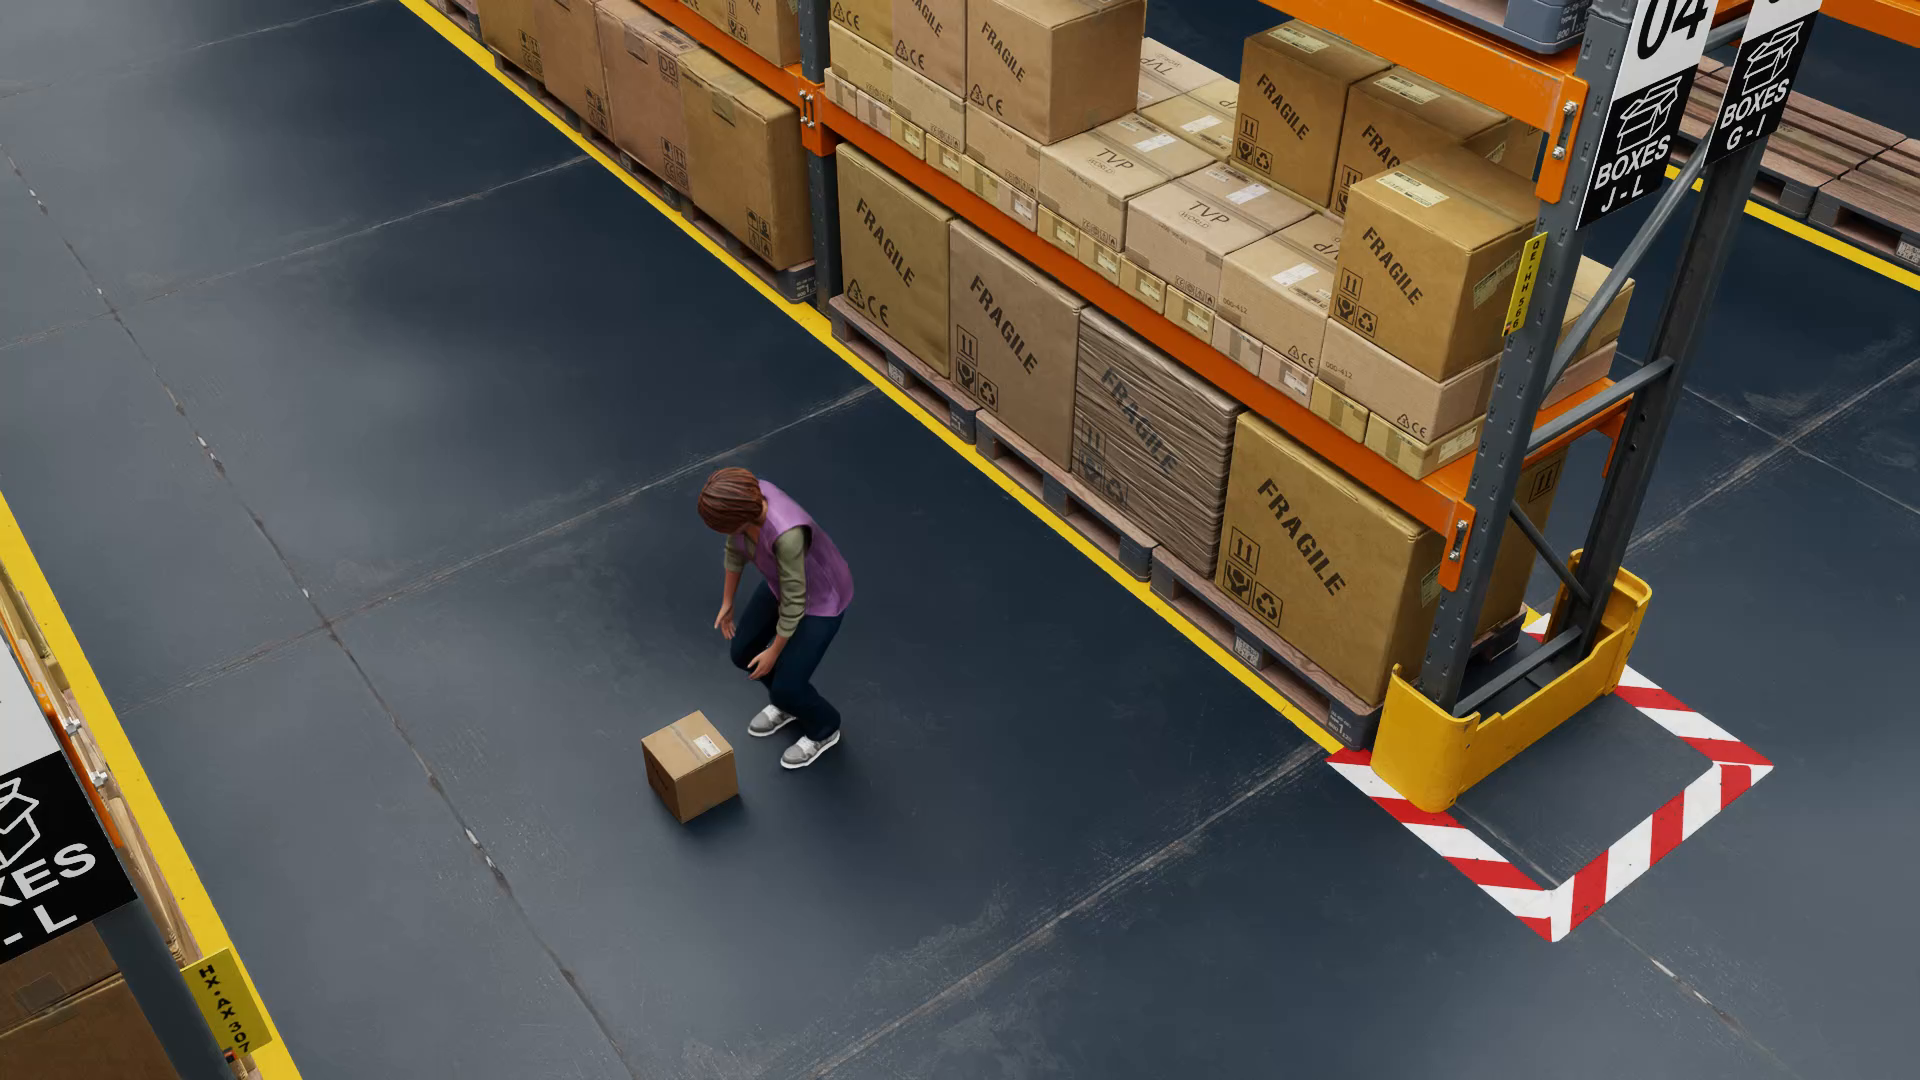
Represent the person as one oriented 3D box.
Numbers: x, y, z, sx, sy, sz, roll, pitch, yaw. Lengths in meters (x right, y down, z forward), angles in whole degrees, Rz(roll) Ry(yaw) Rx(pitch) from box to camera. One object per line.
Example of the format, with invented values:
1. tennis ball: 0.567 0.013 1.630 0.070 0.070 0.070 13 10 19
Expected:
1. person: -0.650 0.315 6.047 0.657 1.283 0.462 -26 47 -27
